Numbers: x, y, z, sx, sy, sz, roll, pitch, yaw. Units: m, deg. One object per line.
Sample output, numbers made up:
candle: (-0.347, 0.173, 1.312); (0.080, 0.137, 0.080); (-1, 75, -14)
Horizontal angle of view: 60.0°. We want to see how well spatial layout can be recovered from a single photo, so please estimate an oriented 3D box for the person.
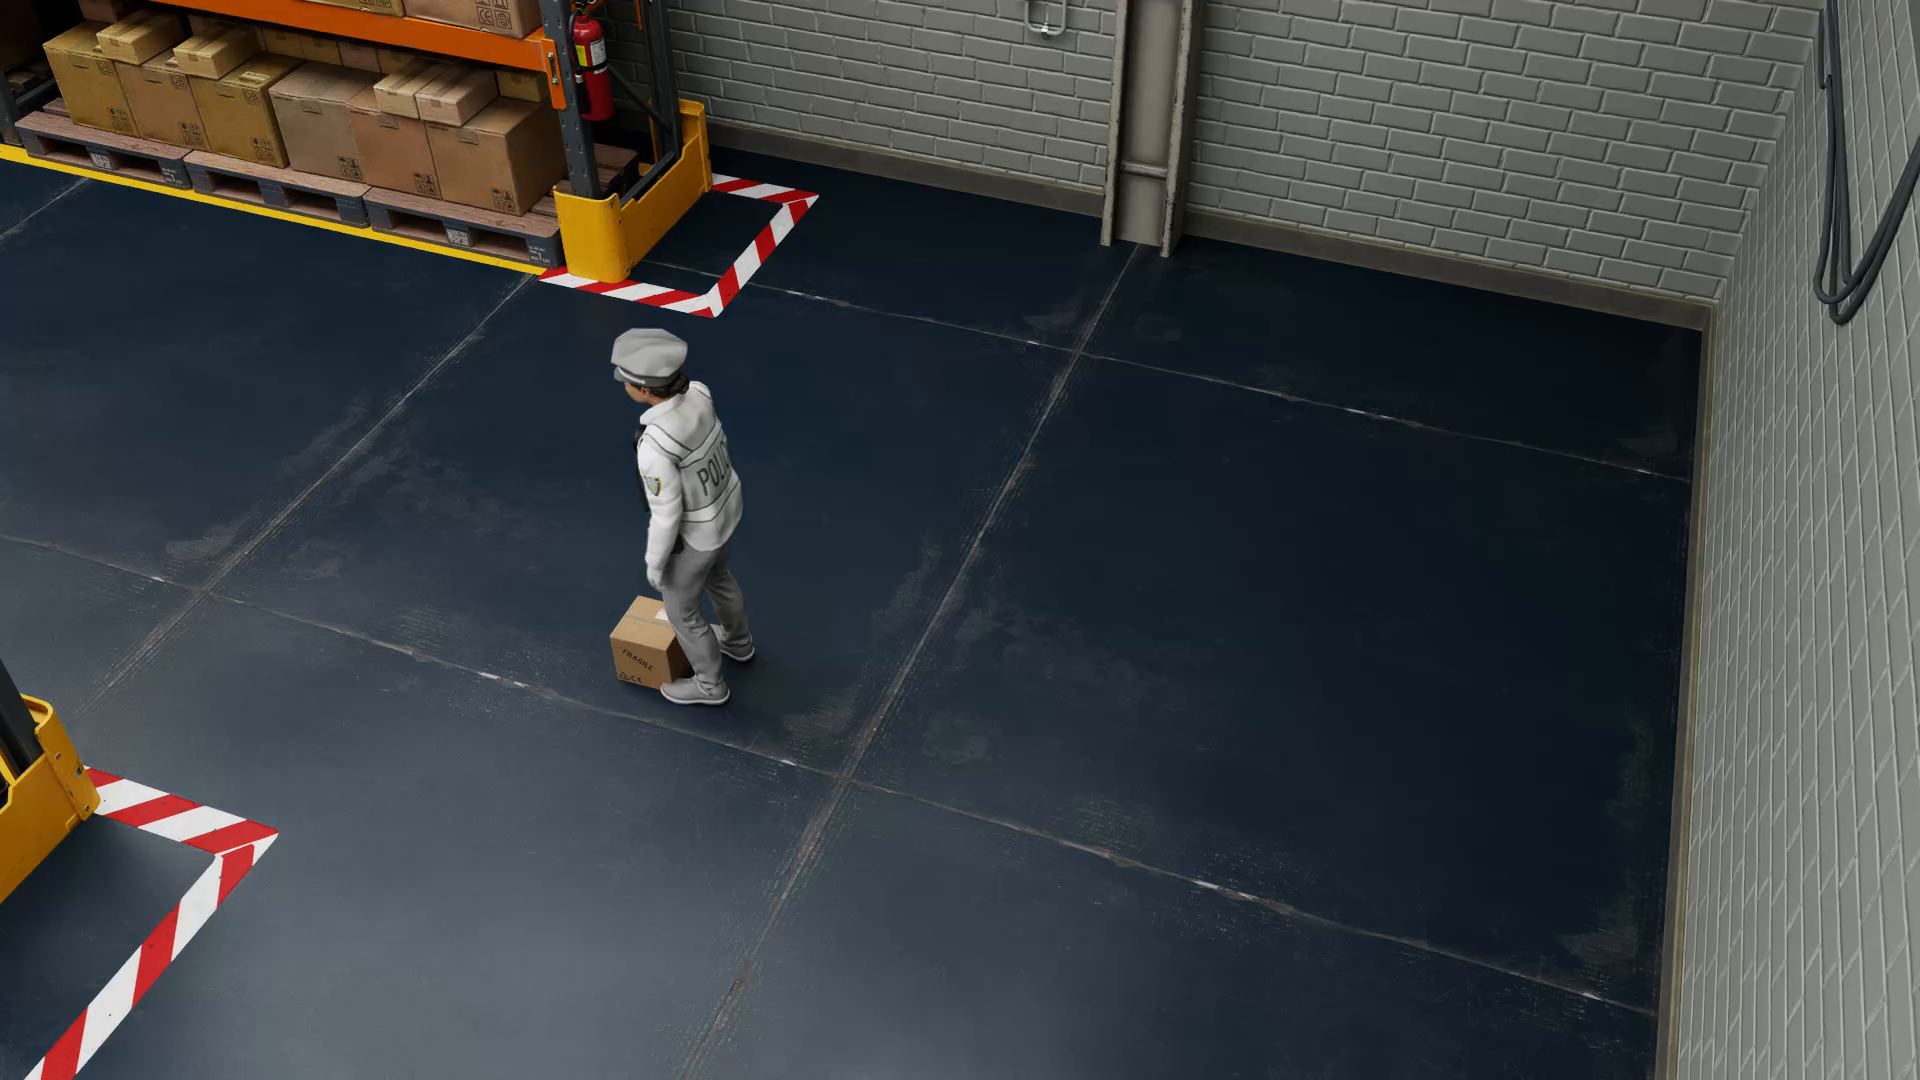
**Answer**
person: (-1.011, -0.051, 6.211); (0.370, 1.666, 0.545); (12, 43, 13)
